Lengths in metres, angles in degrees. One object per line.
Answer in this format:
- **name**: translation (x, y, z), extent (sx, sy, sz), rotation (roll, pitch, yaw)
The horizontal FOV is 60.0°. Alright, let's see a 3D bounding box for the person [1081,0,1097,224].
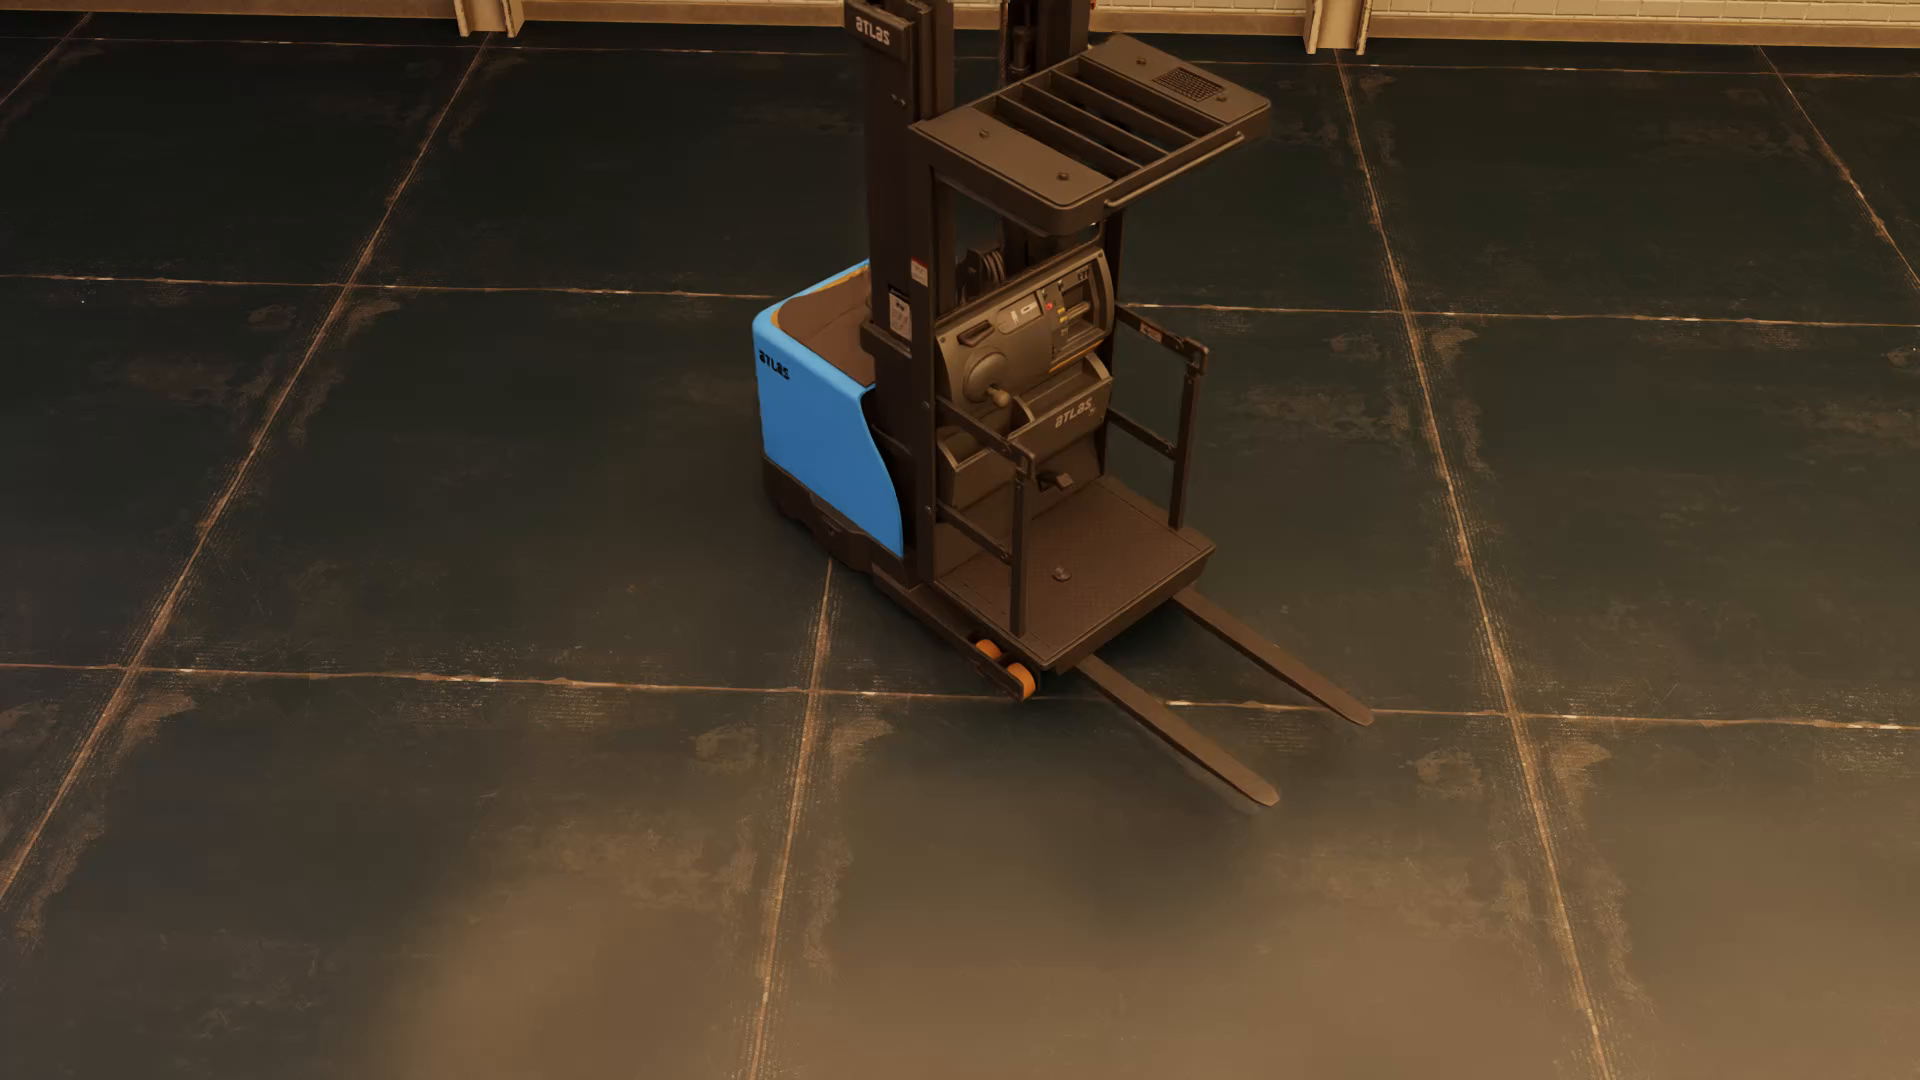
- **person**: translation (0.695, -2.501, 9.548), extent (0.626, 1.526, 0.658), rotation (-8, 43, -9)

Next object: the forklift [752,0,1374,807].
- **forklift**: translation (0.420, -0.783, 6.600), extent (1.130, 2.935, 3.031), rotation (-32, 51, -30)
